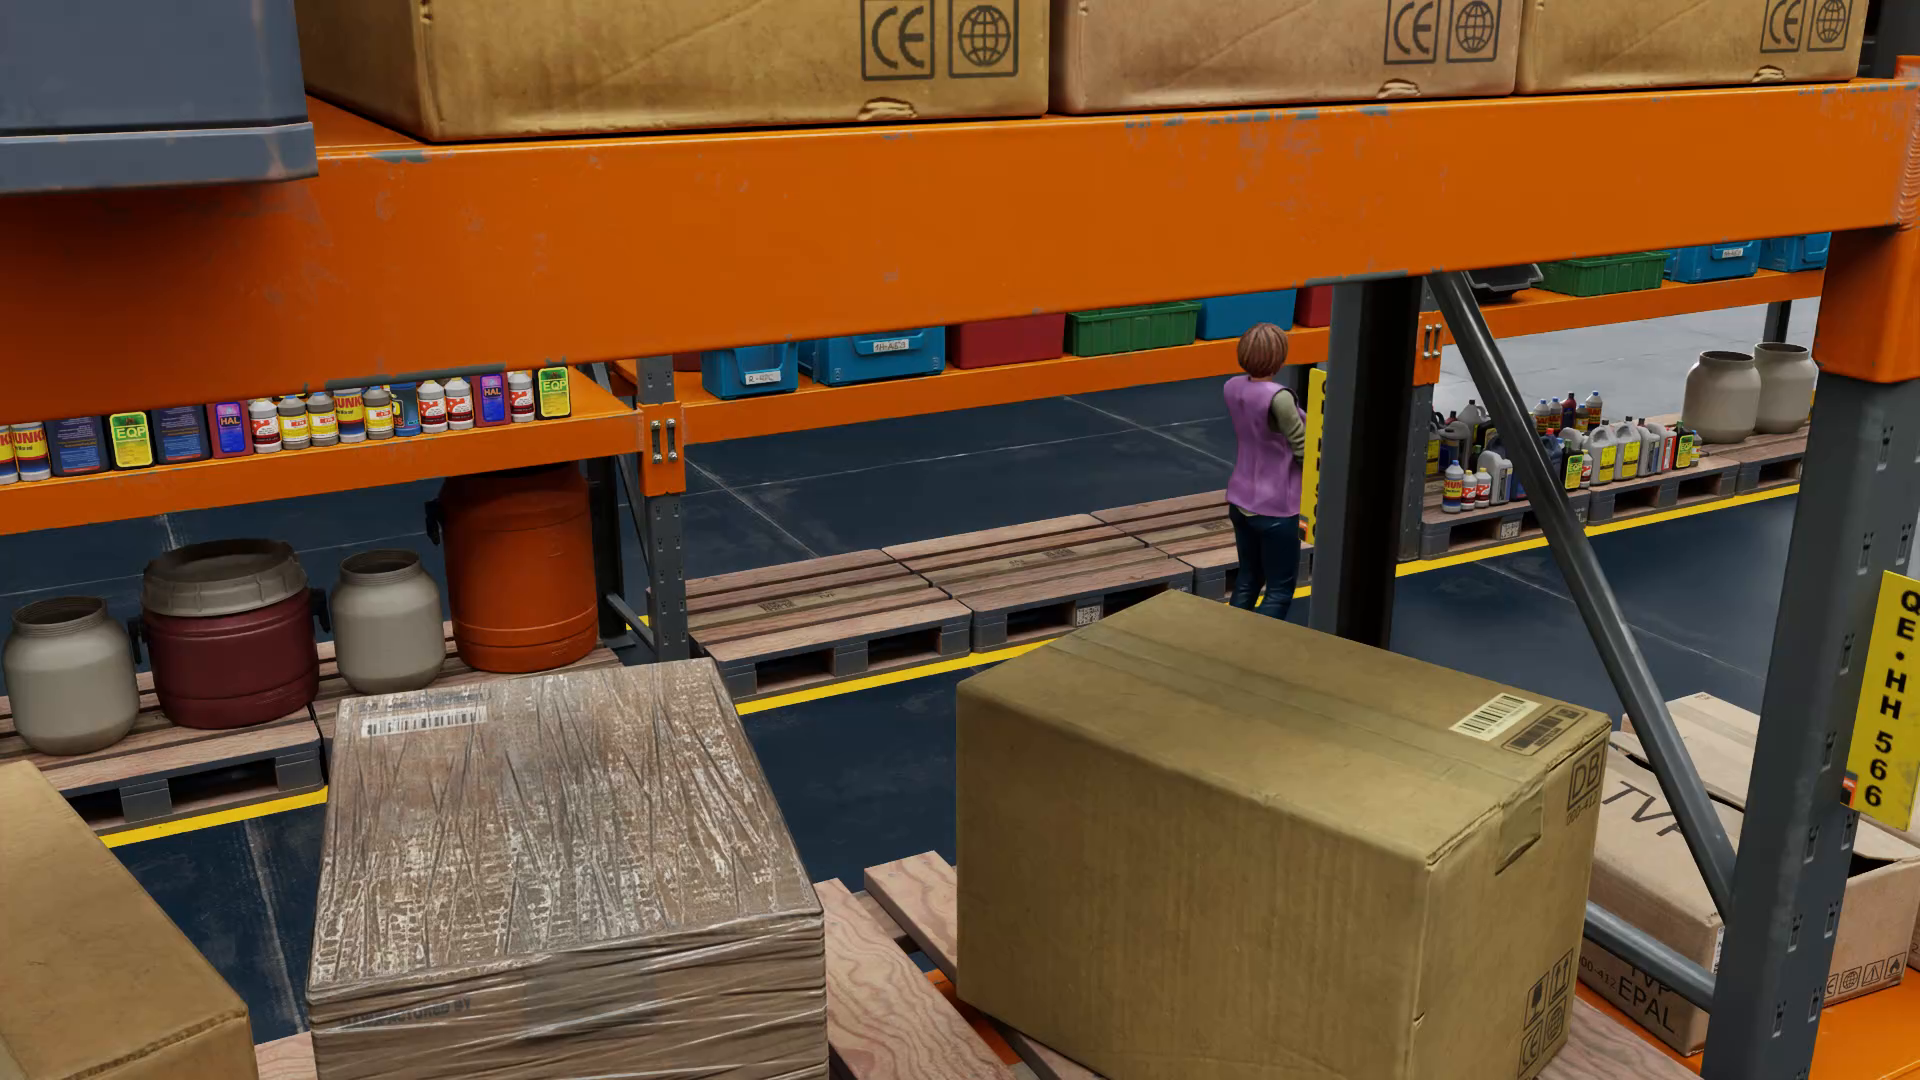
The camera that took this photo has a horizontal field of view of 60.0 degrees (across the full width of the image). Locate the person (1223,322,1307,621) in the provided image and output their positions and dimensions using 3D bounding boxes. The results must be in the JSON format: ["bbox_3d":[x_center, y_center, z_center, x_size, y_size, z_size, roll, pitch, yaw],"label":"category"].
[{"bbox_3d":[1.356,-0.141,7.003,0.498,1.589,0.405,-10,21,-26],"label":"person"}]
